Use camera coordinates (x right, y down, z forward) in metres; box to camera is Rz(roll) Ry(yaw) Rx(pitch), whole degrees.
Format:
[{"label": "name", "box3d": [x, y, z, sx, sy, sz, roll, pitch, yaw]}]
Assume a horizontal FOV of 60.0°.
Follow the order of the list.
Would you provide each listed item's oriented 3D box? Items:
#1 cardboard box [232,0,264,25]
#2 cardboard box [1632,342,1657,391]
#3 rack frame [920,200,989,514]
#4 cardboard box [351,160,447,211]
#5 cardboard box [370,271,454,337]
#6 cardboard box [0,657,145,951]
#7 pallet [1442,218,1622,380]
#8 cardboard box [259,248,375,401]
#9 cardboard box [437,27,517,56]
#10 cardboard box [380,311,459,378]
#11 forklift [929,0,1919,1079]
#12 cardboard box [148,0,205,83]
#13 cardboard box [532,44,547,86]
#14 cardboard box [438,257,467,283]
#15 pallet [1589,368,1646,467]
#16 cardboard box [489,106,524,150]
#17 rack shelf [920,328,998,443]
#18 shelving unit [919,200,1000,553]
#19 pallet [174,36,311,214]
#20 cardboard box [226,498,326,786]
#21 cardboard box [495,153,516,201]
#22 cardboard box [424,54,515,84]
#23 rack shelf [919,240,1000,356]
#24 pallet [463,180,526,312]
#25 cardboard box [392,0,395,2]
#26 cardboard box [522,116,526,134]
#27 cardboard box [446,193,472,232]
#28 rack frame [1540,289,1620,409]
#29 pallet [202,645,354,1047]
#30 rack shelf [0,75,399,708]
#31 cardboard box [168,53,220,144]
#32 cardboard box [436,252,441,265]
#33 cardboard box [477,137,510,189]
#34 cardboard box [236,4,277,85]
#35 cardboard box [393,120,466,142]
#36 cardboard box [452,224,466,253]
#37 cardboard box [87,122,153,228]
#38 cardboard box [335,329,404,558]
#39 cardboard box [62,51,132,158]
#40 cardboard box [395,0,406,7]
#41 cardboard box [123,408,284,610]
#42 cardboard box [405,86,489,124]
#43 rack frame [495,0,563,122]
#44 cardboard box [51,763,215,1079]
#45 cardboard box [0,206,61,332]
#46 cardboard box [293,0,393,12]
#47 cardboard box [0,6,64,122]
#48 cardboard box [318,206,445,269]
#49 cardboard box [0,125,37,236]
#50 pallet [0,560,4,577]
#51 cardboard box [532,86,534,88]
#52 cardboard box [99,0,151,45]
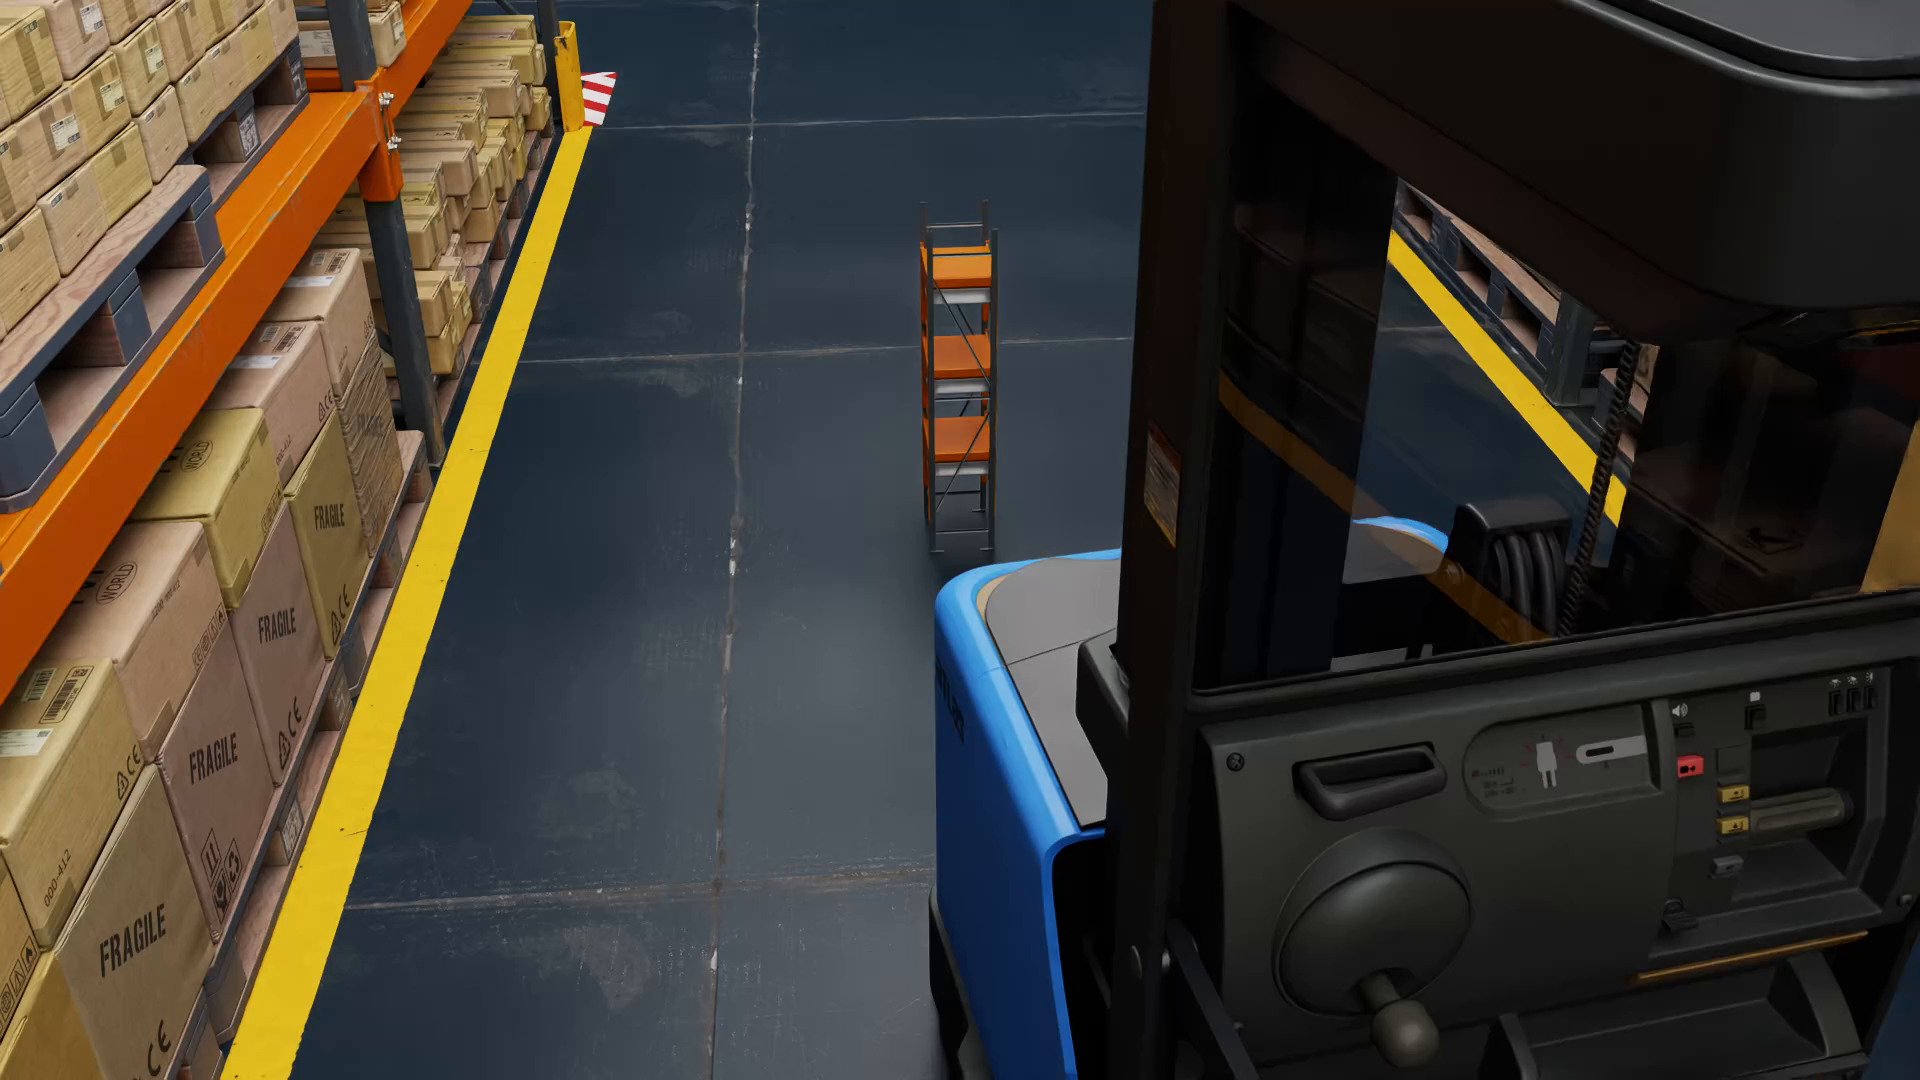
[{"label": "cardboard box", "box3d": [-2.008, -1.405, 4.223, 0.380, 0.149, 0.250, -3, 31, -4]}, {"label": "cardboard box", "box3d": [2.789, -0.777, 5.289, 0.875, 0.875, 0.875, -2, 31, -3]}, {"label": "rack frame", "box3d": [-0.016, -0.540, 5.131, 0.200, 1.050, 0.008, -3, 31, -5]}, {"label": "cardboard box", "box3d": [-2.180, -1.333, 6.347, 0.380, 0.149, 0.250, -4, 31, -6]}, {"label": "cardboard box", "box3d": [-1.983, -0.818, 5.774, 0.380, 0.149, 0.250, -1, 31, -2]}, {"label": "cardboard box", "box3d": [-1.765, 0.457, 2.856, 0.500, 0.250, 0.500, -3, 31, -5]}, {"label": "pallet", "box3d": [2.658, -1.017, 6.747, 1.003, 0.211, 1.213, -3, 31, -5]}, {"label": "cardboard box", "box3d": [-1.947, -0.594, 4.616, 0.500, 0.250, 0.500, -4, 31, -6]}, {"label": "cardboard box", "box3d": [-2.374, -2.398, 8.130, 0.380, 0.149, 0.250, -2, 31, -4]}, {"label": "cardboard box", "box3d": [-1.982, -0.691, 5.852, 0.380, 0.149, 0.250, -4, 31, -7]}, {"label": "forklift", "box3d": [0.782, 0.393, 1.733, 1.130, 2.935, 3.031, -7, 32, -12]}, {"label": "cardboard box", "box3d": [-1.958, -1.139, 3.777, 0.380, 0.149, 0.250, -4, 31, -6]}, {"label": "cardboard box", "box3d": [-2.308, -2.404, 8.430, 0.380, 0.149, 0.250, -4, 31, -6]}, {"label": "cardboard box", "box3d": [-2.082, -0.951, 6.288, 0.380, 0.149, 0.250, -3, 31, -5]}, {"label": "pallet", "box3d": [2.798, -0.235, 5.437, 1.003, 0.211, 1.213, -3, 31, -5]}, {"label": "cardboard box", "box3d": [-2.197, -1.875, 7.544, 0.380, 0.149, 0.250, -2, 31, -4]}, {"label": "rack shelf", "box3d": [-0.005, -0.469, 5.032, 0.215, 0.259, 0.240, -3, 31, -5]}, {"label": "shelving unit", "box3d": [-0.005, -0.478, 5.027, 0.215, 1.050, 0.252, -3, 31, -5]}, {"label": "pallet", "box3d": [-2.341, -1.054, 4.276, 1.003, 0.211, 1.213, -3, 31, -5]}, {"label": "cardboard box", "box3d": [-1.857, 0.249, 3.935, 0.500, 0.500, 0.500, -3, 31, -6]}, {"label": "cardboard box", "box3d": [-2.193, -1.614, 7.398, 0.380, 0.149, 0.250, -2, 31, -4]}, {"label": "cardboard box", "box3d": [-2.262, -2.137, 7.692, 0.380, 0.149, 0.250, -4, 31, -7]}, {"label": "rack shelf", "box3d": [-0.005, -0.713, 4.886, 0.215, 0.259, 0.240, -3, 31, -5]}, {"label": "pallet", "box3d": [-2.483, -1.302, 7.223, 1.003, 0.211, 1.213, -3, 31, -5]}, {"label": "cardboard box", "box3d": [-2.067, -1.714, 5.439, 0.380, 0.149, 0.250, -2, 31, -3]}, {"label": "cardboard box", "box3d": [-2.321, -2.008, 8.057, 0.380, 0.149, 0.250, -3, 31, -5]}, {"label": "cardboard box", "box3d": [-2.179, -1.345, 6.657, 0.380, 0.149, 0.250, -1, 31, -2]}, {"label": "rack frame", "box3d": [2.651, -1.822, 5.375, 1.000, 3.000, 0.127, -3, 31, -5]}, {"label": "pallet", "box3d": [-2.077, 0.686, 3.896, 1.003, 0.211, 1.213, -3, 31, -5]}, {"label": "rack shelf", "box3d": [-2.081, -0.203, 3.367, 1.077, 0.370, 4.000, -3, 31, -5]}, {"label": "cardboard box", "box3d": [-1.964, -1.024, 3.875, 0.380, 0.149, 0.250, -4, 31, -7]}, {"label": "cardboard box", "box3d": [-2.155, -1.065, 6.189, 0.380, 0.149, 0.250, -3, 31, -5]}, {"label": "cardboard box", "box3d": [-2.138, -1.604, 7.090, 0.380, 0.149, 0.250, -2, 31, -4]}, {"label": "cardboard box", "box3d": [-2.009, -1.280, 4.303, 0.380, 0.149, 0.250, -3, 31, -4]}, {"label": "cardboard box", "box3d": [-2.230, -1.602, 6.798, 0.380, 0.149, 0.250, -4, 31, -7]}, {"label": "cardboard box", "box3d": [-2.215, -1.214, 6.728, 0.380, 0.149, 0.250, -4, 31, -7]}, {"label": "cardboard box", "box3d": [-1.909, -0.747, 3.412, 0.380, 0.149, 0.250, -1, 31, -2]}, {"label": "cardboard box", "box3d": [-1.948, -0.275, 4.813, 0.500, 0.500, 0.500, -3, 31, -6]}, {"label": "cardboard box", "box3d": [-1.907, -0.867, 3.321, 0.380, 0.149, 0.250, -3, 31, -4]}, {"label": "cardboard box", "box3d": [-2.163, -1.987, 5.896, 0.380, 0.149, 0.250, -4, 31, -7]}, {"label": "cardboard box", "box3d": [-1.848, -0.062, 3.725, 0.500, 0.250, 0.500, -4, 31, -7]}, {"label": "cardboard box", "box3d": [-2.267, -1.862, 7.233, 0.380, 0.149, 0.250, -4, 31, -6]}, {"label": "rack frame", "box3d": [-2.642, -3.575, 8.311, 1.000, 3.000, 0.127, -3, 31, -5]}, {"label": "cardboard box", "box3d": [-1.757, 0.772, 3.061, 0.500, 0.500, 0.500, -2, 31, -4]}, {"label": "cardboard box", "box3d": [-1.861, -0.478, 2.961, 0.380, 0.149, 0.250, -2, 31, -4]}, {"label": "cardboard box", "box3d": [-2.063, -1.969, 5.233, 0.500, 0.500, 0.500, -3, 31, -5]}, {"label": "cardboard box", "box3d": [-1.888, -0.863, 3.024, 0.380, 0.149, 0.250, -3, 31, -5]}, {"label": "cardboard box", "box3d": [-2.061, -1.074, 5.914, 0.380, 0.149, 0.250, -1, 31, -2]}, {"label": "cardboard box", "box3d": [-1.861, -0.605, 2.883, 0.380, 0.149, 0.250, -3, 31, -5]}, {"label": "pallet", "box3d": [-2.067, 0.233, 2.123, 1.213, 0.211, 1.003, -3, 31, -5]}, {"label": "cardboard box", "box3d": [-2.385, -2.273, 8.501, 0.380, 0.149, 0.250, -2, 31, -4]}, {"label": "cardboard box", "box3d": [-1.944, -1.137, 3.483, 0.380, 0.149, 0.250, -4, 31, -6]}]
